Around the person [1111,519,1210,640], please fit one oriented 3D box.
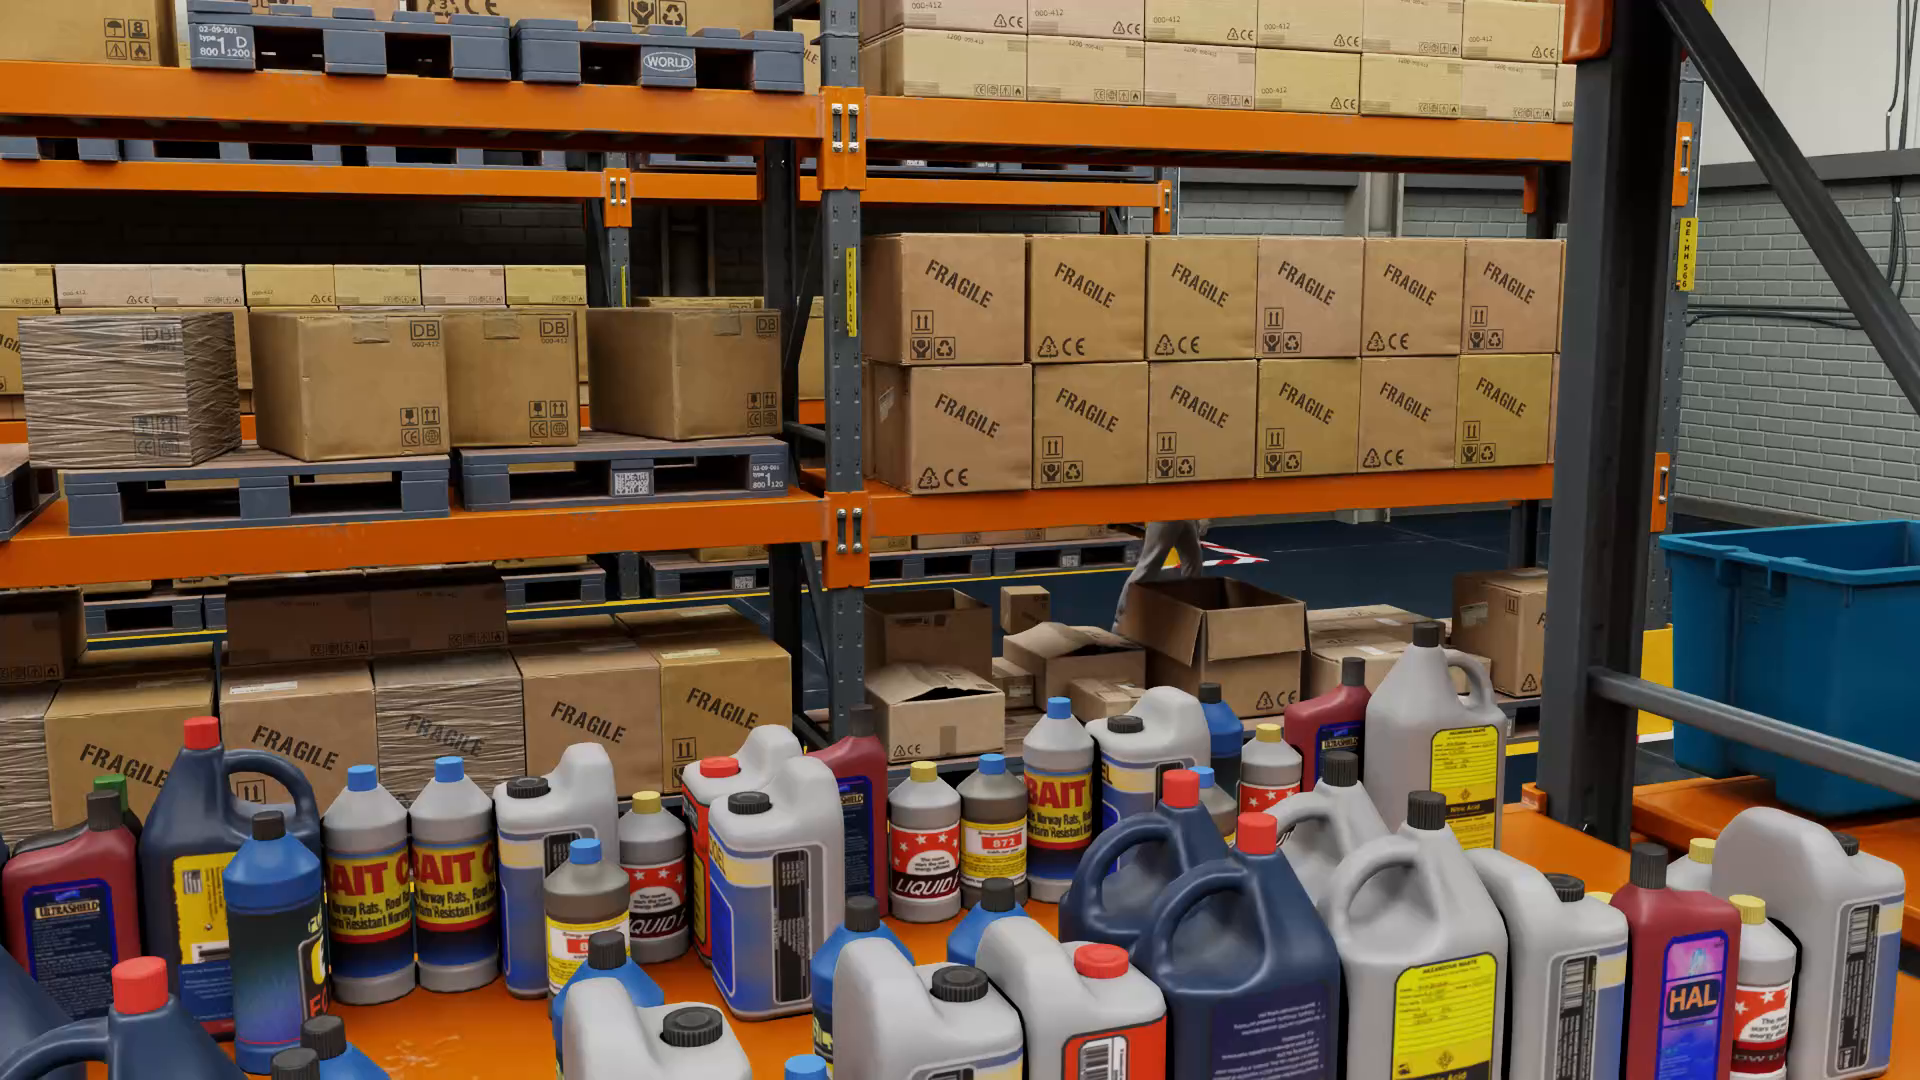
[{"bbox_3d":[1.275,-0.209,9.649,0.795,1.672,0.513,-1,9,-6],"label":"person"}]
